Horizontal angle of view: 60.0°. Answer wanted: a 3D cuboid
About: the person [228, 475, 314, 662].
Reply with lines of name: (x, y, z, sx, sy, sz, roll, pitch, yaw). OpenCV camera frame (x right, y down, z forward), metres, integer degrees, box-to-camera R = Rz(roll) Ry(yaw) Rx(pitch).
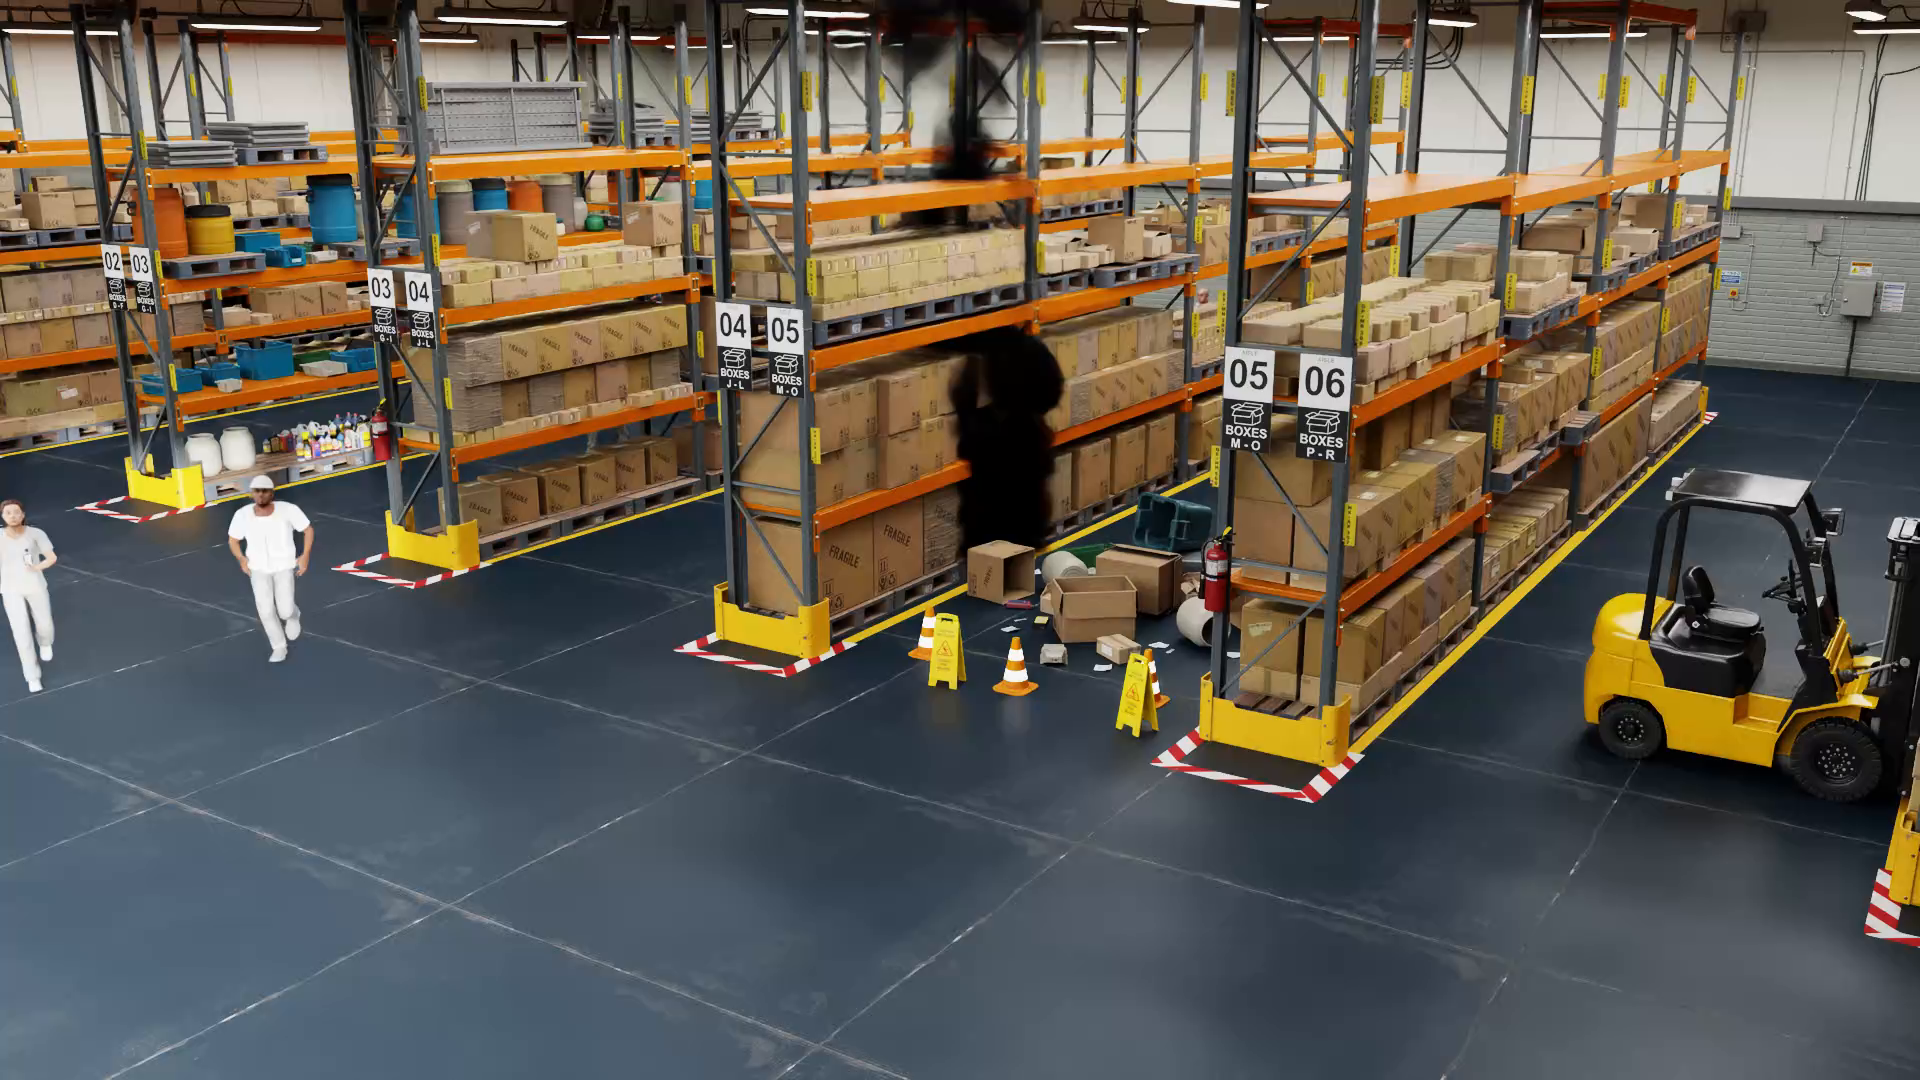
person: (-6.263, 0.239, 15.164, 0.726, 1.722, 0.580, -4, 16, -15)

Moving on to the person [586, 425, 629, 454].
person: (-5.027, -2.047, 23.342, 0.611, 1.681, 0.940, 6, 17, 20)

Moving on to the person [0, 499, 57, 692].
person: (-8.184, 0.440, 14.538, 0.576, 1.643, 0.896, -8, 17, -27)

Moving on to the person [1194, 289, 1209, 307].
person: (4.020, -3.250, 27.479, 0.685, 1.805, 0.927, 12, 20, 37)
